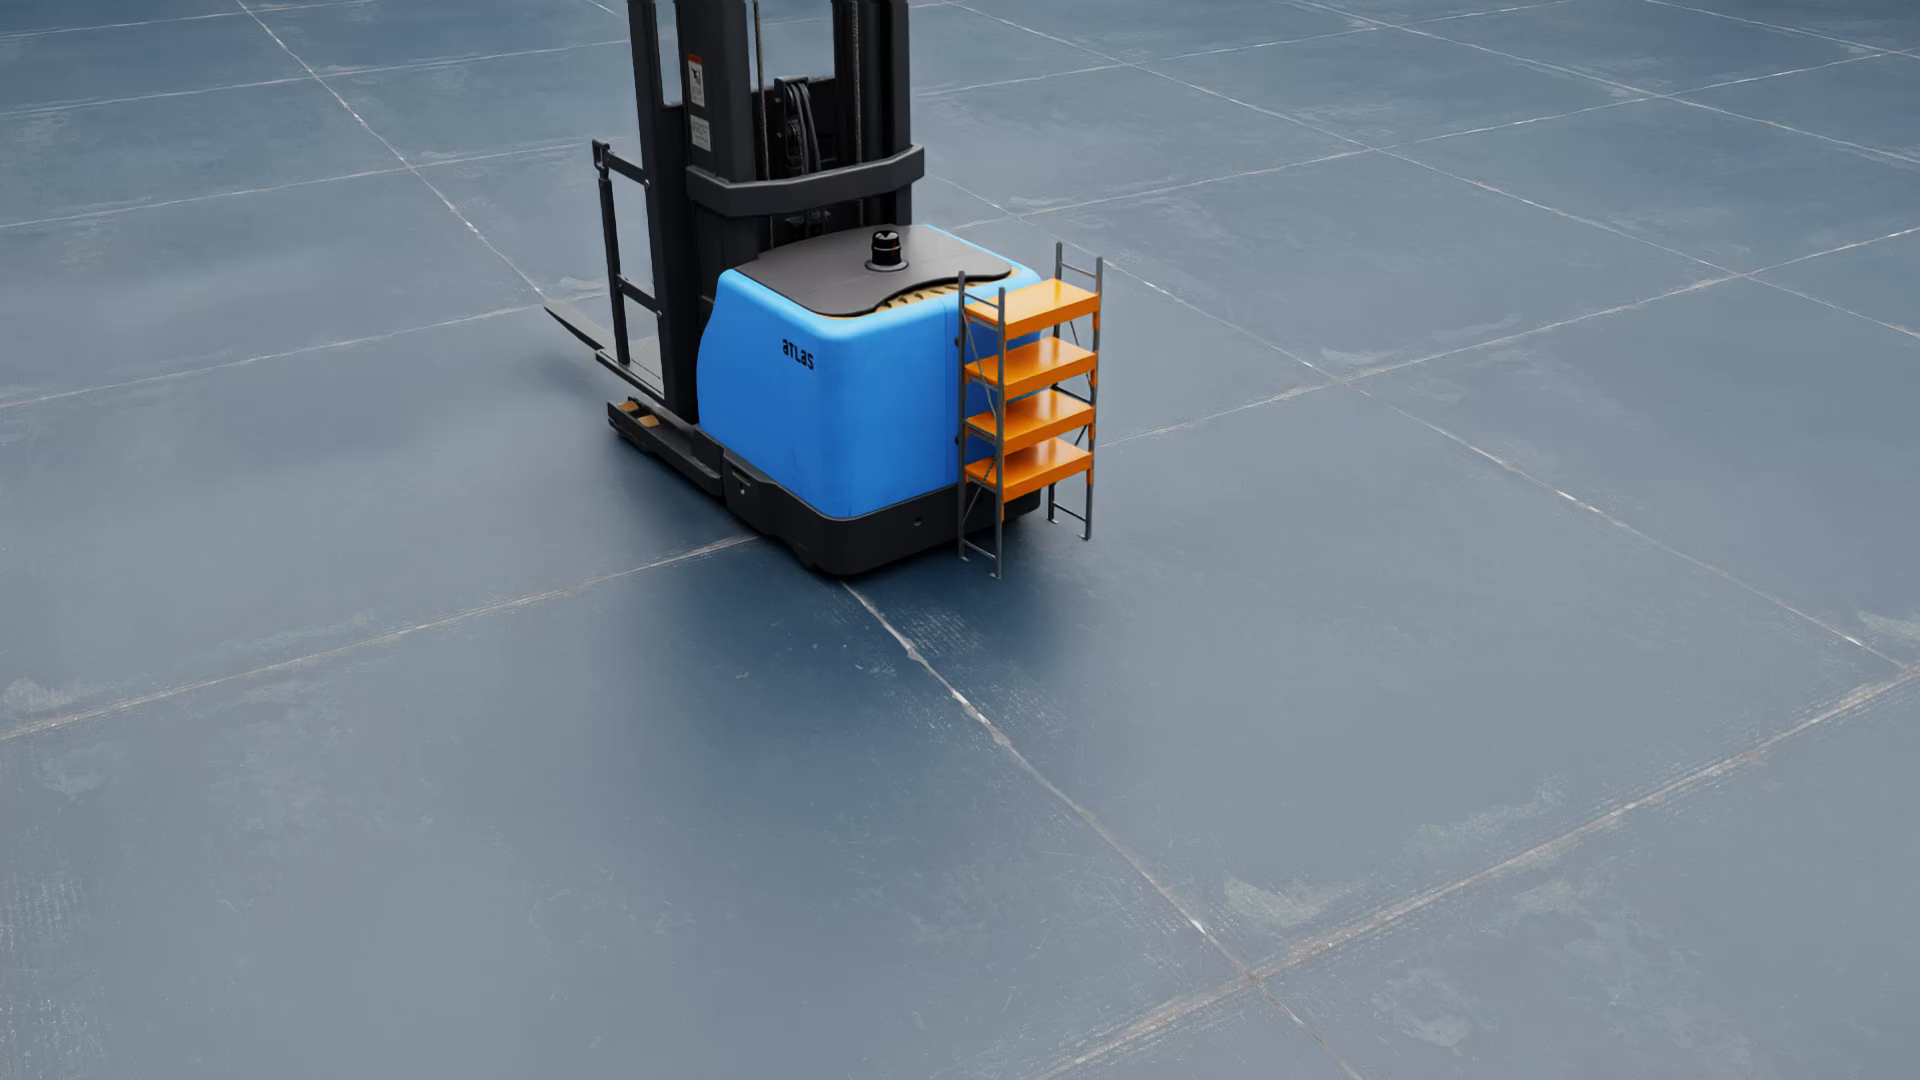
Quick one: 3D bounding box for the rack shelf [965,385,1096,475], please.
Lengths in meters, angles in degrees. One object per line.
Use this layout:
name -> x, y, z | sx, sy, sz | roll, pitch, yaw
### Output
rack shelf -> 0.263, -0.430, 6.426 | 0.480, 0.148, 0.258 | -23, 36, -35

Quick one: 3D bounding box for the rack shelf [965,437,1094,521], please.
rack shelf -> 0.263, -0.256, 6.522 | 0.480, 0.148, 0.258 | -23, 36, -35

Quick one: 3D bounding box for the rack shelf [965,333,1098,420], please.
rack shelf -> 0.263, -0.626, 6.318 | 0.480, 0.148, 0.258 | -23, 36, -35

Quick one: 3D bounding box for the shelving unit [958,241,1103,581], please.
shelving unit -> 0.263, -0.489, 6.394 | 0.503, 1.200, 0.258 | -23, 36, -35

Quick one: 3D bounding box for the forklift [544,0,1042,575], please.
forklift -> -0.949, -1.802, 6.982 | 1.130, 2.935, 3.031 | -20, 35, -32

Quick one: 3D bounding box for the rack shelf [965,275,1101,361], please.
rack shelf -> 0.263, -0.833, 6.204 | 0.480, 0.148, 0.258 | -23, 36, -35

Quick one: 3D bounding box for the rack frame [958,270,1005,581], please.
rack frame -> 0.078, -0.412, 6.255 | 0.015, 1.200, 0.240 | -23, 36, -35

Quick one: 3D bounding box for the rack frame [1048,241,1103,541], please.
rack frame -> 0.448, -0.566, 6.533 | 0.015, 1.200, 0.240 | -23, 36, -35
